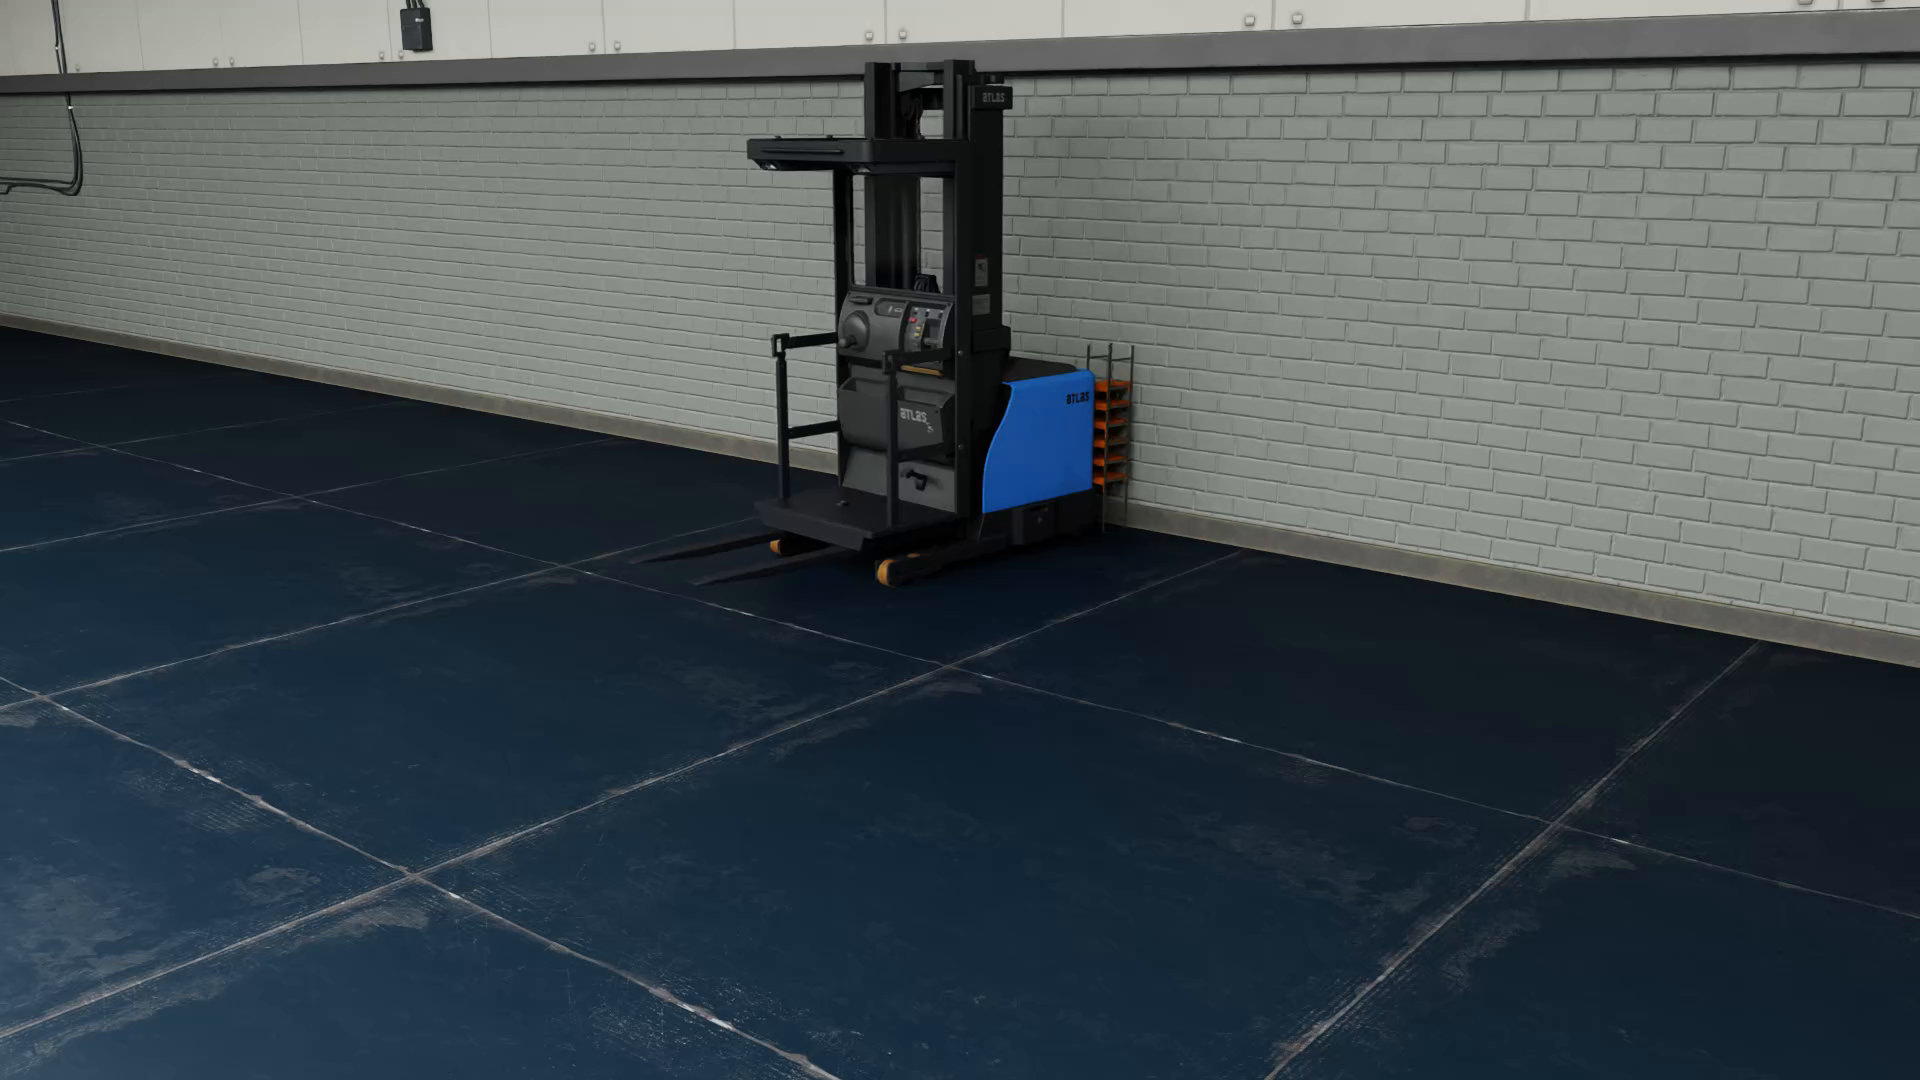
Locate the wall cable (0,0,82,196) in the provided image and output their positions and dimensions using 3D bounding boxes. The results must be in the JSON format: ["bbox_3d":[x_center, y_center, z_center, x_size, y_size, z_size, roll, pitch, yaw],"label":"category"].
[{"bbox_3d":[-11.430,-5.430,20.028,3.097,2.526,0.112,11,18,38],"label":"wall cable"}]

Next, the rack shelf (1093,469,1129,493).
[{"bbox_3d":[0.946,-0.384,10.827,0.258,0.103,0.180,-11,18,-44],"label":"rack shelf"}]

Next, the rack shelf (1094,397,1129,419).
[{"bbox_3d":[0.956,-0.852,10.722,0.258,0.103,0.180,-11,18,-44],"label":"rack shelf"}]

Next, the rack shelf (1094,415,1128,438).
[{"bbox_3d":[0.953,-0.735,10.748,0.258,0.103,0.180,-11,18,-44],"label":"rack shelf"}]

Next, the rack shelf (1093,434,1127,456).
[{"bbox_3d":[0.951,-0.618,10.774,0.258,0.103,0.180,-11,18,-44],"label":"rack shelf"}]

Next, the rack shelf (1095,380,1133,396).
[{"bbox_3d":[0.958,-0.970,10.695,0.258,0.103,0.180,-11,18,-44],"label":"rack shelf"}]

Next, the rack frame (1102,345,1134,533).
[{"bbox_3d":[1.016,-0.646,10.702,0.240,1.200,0.006,-11,18,-44],"label":"rack frame"}]

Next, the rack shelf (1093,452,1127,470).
[{"bbox_3d":[0.948,-0.501,10.801,0.258,0.103,0.180,-11,18,-44],"label":"rack shelf"}]

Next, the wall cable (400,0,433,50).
[{"bbox_3d":[-4.056,-7.111,13.432,2.305,6.003,0.169,11,18,38],"label":"wall cable"}]

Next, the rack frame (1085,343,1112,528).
[{"bbox_3d":[0.887,-0.677,10.827,0.240,1.200,0.006,-11,18,-44],"label":"rack frame"}]

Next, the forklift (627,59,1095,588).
[{"bbox_3d":[-0.539,-1.289,9.744,3.031,2.935,1.130,-14,20,-43],"label":"forklift"}]

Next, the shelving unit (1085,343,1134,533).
[{"bbox_3d":[0.952,-0.662,10.765,0.258,1.200,0.189,-11,18,-44],"label":"shelving unit"}]
